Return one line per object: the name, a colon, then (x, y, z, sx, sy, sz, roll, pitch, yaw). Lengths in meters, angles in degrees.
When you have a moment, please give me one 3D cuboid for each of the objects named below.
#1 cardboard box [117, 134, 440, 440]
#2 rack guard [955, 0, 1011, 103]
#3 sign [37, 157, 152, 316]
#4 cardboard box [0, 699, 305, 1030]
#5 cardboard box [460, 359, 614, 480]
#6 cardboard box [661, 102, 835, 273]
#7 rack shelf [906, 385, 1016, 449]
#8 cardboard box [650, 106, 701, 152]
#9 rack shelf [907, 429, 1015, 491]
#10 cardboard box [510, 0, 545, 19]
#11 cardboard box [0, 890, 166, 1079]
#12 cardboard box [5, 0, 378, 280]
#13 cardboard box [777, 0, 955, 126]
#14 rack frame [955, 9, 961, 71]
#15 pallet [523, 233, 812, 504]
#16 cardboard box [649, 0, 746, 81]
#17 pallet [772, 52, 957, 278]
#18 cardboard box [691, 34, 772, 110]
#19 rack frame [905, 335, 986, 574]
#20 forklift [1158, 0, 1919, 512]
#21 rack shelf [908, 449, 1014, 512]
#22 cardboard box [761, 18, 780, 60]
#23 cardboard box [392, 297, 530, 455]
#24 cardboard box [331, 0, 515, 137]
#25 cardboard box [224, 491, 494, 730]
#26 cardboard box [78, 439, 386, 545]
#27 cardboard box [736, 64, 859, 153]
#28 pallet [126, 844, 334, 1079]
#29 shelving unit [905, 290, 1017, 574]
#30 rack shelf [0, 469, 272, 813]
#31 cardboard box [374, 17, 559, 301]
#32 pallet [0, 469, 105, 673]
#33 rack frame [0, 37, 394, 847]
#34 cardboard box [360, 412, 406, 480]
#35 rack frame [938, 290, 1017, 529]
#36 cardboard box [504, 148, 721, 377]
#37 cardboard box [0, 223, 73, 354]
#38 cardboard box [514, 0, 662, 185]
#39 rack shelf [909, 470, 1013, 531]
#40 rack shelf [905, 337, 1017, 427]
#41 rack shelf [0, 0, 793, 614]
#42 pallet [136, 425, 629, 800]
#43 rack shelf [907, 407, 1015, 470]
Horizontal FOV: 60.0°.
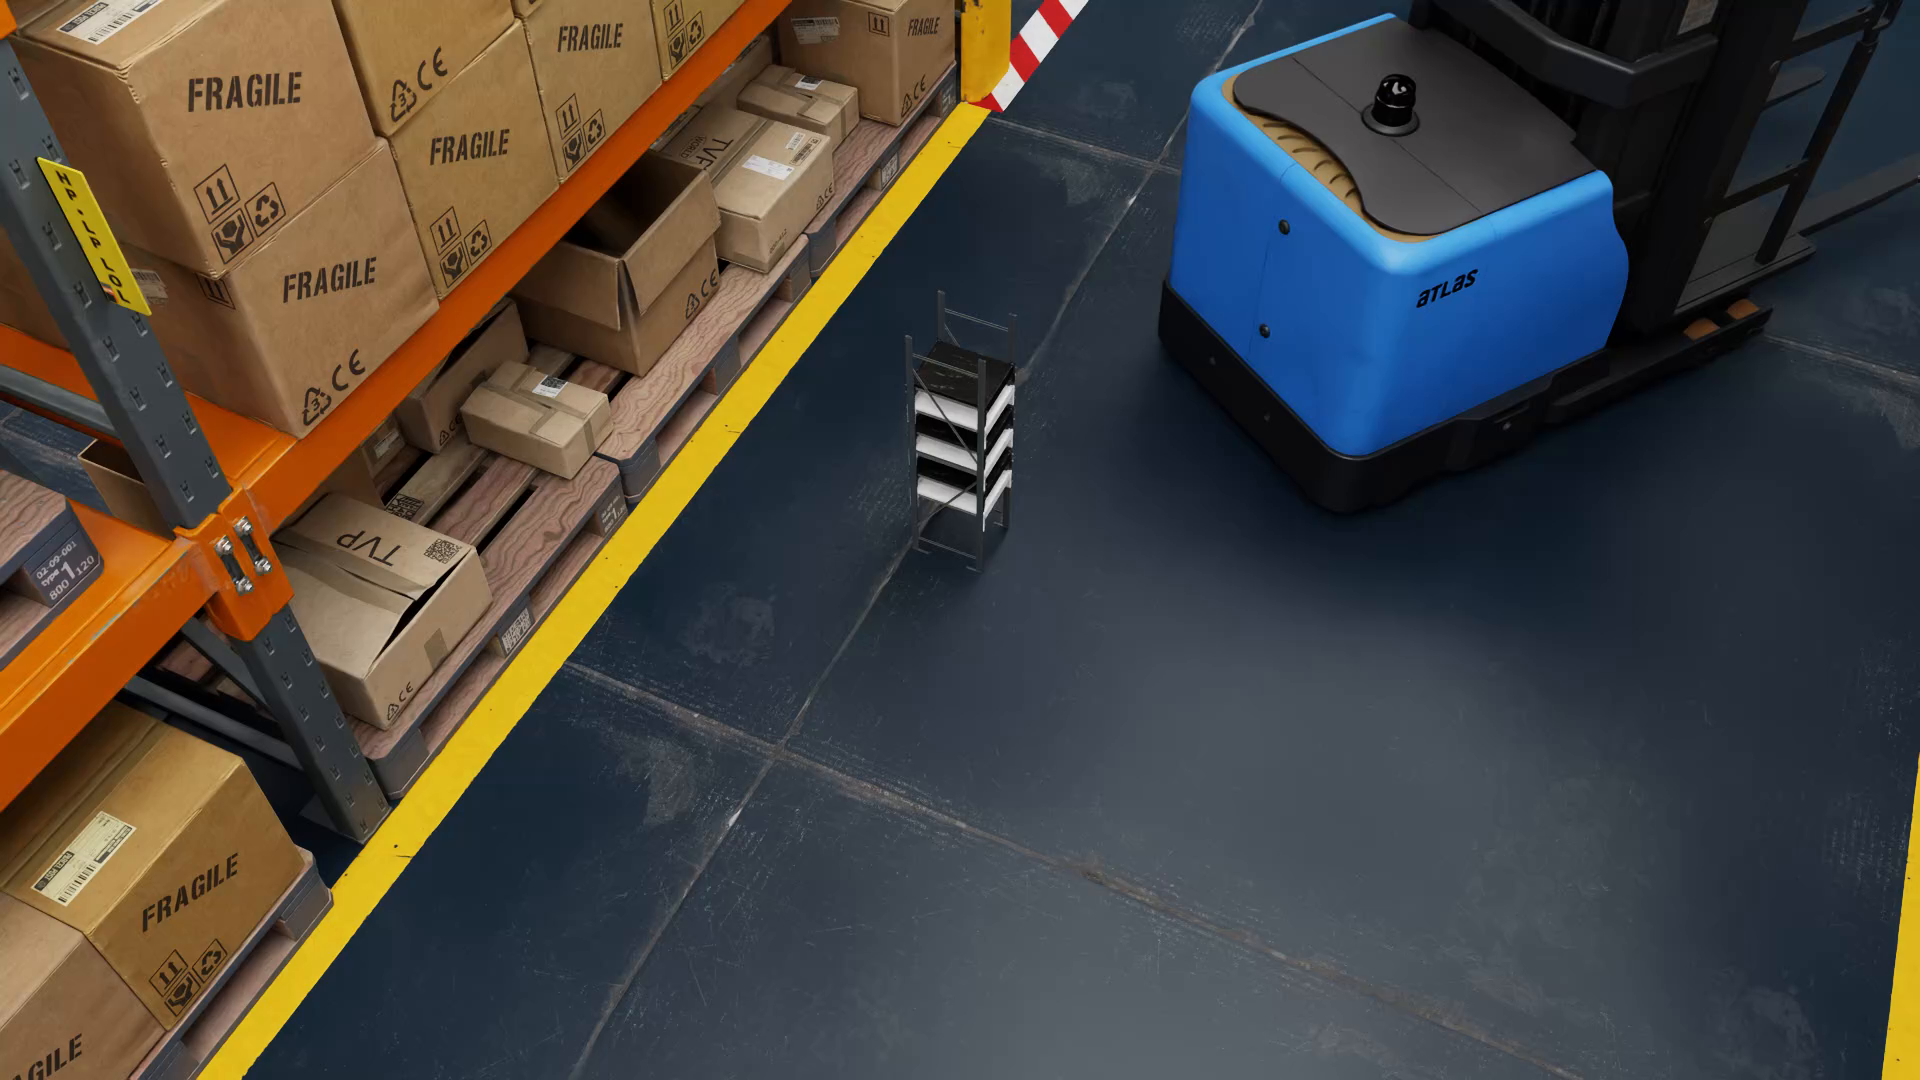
cardboard box: (-1.586, -0.636, 3.756, 0.500, 0.500, 0.500, 21, 53, 17)
rack guard: (-0.374, -2.233, 6.822, 1.175, 0.500, 0.348, 20, 52, 16)
sign: (-1.547, -0.538, 2.978, 0.100, 0.325, 0.005, 20, 52, 16)
cardboard box: (-2.002, 0.760, 3.987, 0.500, 0.500, 0.500, 20, 52, 16)
cardboard box: (-1.315, -0.383, 5.178, 0.380, 0.166, 0.250, 20, 52, 16)
cardboard box: (-0.784, -1.248, 5.859, 0.500, 0.250, 0.500, 20, 52, 16)
rack shelf: (0.003, -0.392, 4.800, 0.258, 0.077, 0.200, 20, 52, 16)
cardboard box: (-1.257, -1.376, 5.968, 0.500, 0.250, 0.500, 20, 52, 16)
rack shelf: (0.003, -0.276, 4.937, 0.258, 0.077, 0.200, 20, 52, 16)
cardboard box: (-1.154, -1.640, 3.953, 0.500, 0.500, 0.500, 18, 52, 15)
cardboard box: (-2.221, 1.097, 3.699, 0.500, 0.500, 0.500, 20, 52, 16)
cardboard box: (-1.594, -0.930, 3.350, 0.500, 0.500, 0.500, 21, 53, 17)
cardboard box: (-0.351, -1.973, 6.312, 0.500, 0.500, 0.500, 20, 52, 16)
rack frame: (-0.341, -3.095, 5.914, 1.000, 3.000, 0.127, 20, 52, 16)
pallet: (-1.236, -0.753, 5.752, 1.003, 0.211, 1.213, 20, 52, 16)
cardboard box: (-0.938, -1.684, 4.647, 0.500, 0.500, 0.500, 19, 52, 16)
pallet: (-0.713, -1.590, 6.465, 1.003, 0.211, 1.213, 20, 52, 16)
cardboard box: (-1.044, -1.720, 6.261, 0.500, 0.250, 0.500, 20, 52, 16)
rack frame: (-0.040, -0.227, 4.852, 0.240, 0.900, 0.006, 20, 52, 16)
forklift: (2.222, -1.880, 4.926, 3.031, 2.935, 1.130, -24, 54, -19)
rack shelf: (0.003, -0.217, 5.006, 0.258, 0.077, 0.200, 20, 52, 16)
cardboard box: (-0.938, -1.971, 6.529, 0.380, 0.166, 0.250, 20, 52, 16)
cardboard box: (-1.743, -0.613, 5.279, 0.500, 0.311, 0.500, 20, 52, 16)
cardboard box: (-1.374, -1.286, 3.652, 0.500, 0.500, 0.500, 18, 52, 15)
cardboard box: (-1.675, 0.169, 4.613, 0.500, 0.311, 0.500, 20, 52, 16)
cardboard box: (-2.063, -0.158, 4.767, 0.500, 0.500, 0.500, 20, 52, 16)
cardboard box: (-0.605, -1.616, 6.227, 0.380, 0.166, 0.250, 20, 52, 16)
pallet: (-2.363, 1.135, 4.146, 1.003, 0.211, 1.213, 20, 52, 16)
shelving unit: (0.003, -0.297, 4.912, 0.258, 0.900, 0.210, 20, 52, 16)
rack shelf: (-2.904, 1.269, 2.673, 1.077, 0.370, 4.000, 20, 52, 16)
cardboard box: (-1.370, -0.989, 4.057, 0.500, 0.500, 0.500, 21, 53, 17)
pallet: (-2.490, 0.236, 3.206, 1.003, 0.211, 1.213, 20, 52, 16)
rack frame: (-2.050, -0.341, 3.571, 1.000, 3.000, 0.127, 20, 52, 16)
cardboard box: (-1.957, -0.322, 5.138, 0.380, 0.149, 0.250, 20, 52, 16)
rack frame: (0.047, -0.367, 4.972, 0.240, 0.900, 0.006, 20, 52, 16)
cardboard box: (-1.252, -0.970, 5.456, 0.797, 0.503, 0.637, 20, 52, 16)
cardboard box: (-2.068, -0.801, 3.896, 0.500, 0.500, 0.500, 21, 53, 17)
cardboard box: (-1.154, -1.333, 4.349, 0.500, 0.500, 0.500, 20, 52, 16)
rack shelf: (0.003, -0.159, 5.075, 0.258, 0.077, 0.200, 20, 52, 16)
rack shelf: (0.003, -0.451, 4.732, 0.258, 0.077, 0.200, 20, 52, 16)
rack shelf: (-1.196, -1.485, 5.016, 1.077, 0.370, 4.000, 20, 52, 16)
pallet: (-1.756, 0.090, 5.035, 1.003, 0.211, 1.213, 20, 52, 16)
rack shelf: (0.003, -0.334, 4.869, 0.258, 0.077, 0.200, 20, 52, 16)
